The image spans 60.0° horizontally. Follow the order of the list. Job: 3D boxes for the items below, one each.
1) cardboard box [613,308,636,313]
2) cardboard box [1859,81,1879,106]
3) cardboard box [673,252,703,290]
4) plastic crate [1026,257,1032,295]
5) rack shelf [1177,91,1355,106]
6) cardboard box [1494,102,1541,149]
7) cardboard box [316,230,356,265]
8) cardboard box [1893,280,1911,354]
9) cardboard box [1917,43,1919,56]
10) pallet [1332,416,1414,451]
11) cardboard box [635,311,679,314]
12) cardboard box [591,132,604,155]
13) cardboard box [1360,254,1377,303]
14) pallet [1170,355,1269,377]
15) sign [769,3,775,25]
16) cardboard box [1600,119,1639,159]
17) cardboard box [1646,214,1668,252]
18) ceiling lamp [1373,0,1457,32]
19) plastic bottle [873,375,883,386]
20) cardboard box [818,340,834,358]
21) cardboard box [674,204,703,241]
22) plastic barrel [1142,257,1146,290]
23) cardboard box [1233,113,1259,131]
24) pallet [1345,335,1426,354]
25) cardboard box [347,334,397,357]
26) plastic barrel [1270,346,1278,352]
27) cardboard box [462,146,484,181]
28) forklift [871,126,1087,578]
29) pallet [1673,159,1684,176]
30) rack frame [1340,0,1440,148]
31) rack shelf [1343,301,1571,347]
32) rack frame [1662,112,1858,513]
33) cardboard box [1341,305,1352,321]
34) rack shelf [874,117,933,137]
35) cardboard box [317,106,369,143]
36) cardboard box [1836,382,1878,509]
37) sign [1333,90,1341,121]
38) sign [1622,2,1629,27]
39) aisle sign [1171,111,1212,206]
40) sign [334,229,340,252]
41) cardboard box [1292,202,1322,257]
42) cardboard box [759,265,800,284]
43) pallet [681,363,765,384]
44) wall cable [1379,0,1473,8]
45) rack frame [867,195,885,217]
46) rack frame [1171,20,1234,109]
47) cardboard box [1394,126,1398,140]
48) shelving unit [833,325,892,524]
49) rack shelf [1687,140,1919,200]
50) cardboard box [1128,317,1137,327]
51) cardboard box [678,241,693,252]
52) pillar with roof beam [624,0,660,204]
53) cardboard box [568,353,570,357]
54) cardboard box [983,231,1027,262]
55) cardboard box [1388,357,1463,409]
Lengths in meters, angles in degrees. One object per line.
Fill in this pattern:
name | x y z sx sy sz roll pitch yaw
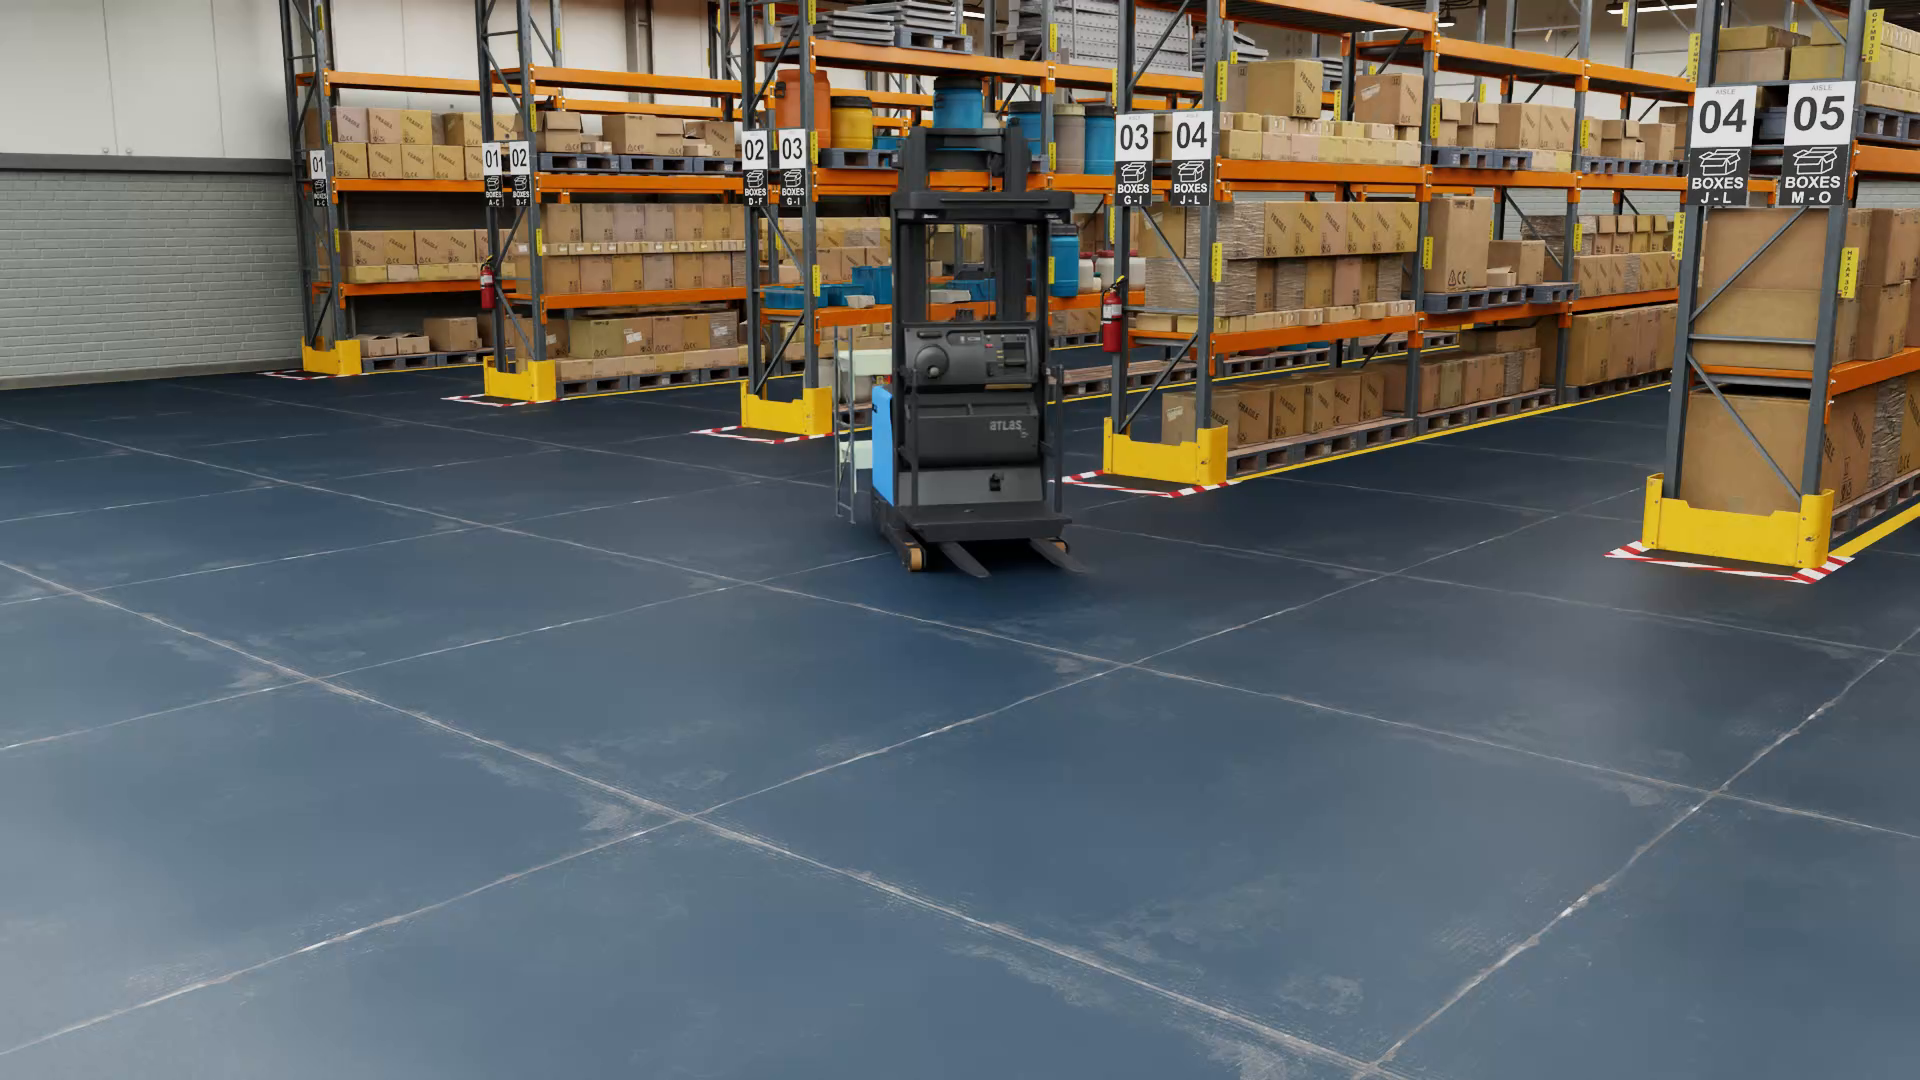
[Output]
cardboard box | -5.951 -3.724 28.457 0.700 0.500 0.500 9 15 39
cardboard box | 5.921 -2.987 11.164 0.380 0.149 0.250 10 15 41
cardboard box | -3.969 -3.733 22.985 0.700 0.500 0.500 10 15 41
plastic crate | 0.804 -3.403 21.425 0.402 0.464 0.583 10 15 40
rack shelf | 4.675 -6.536 24.818 1.077 0.370 4.000 10 15 40
cardboard box | 6.280 -4.723 19.011 0.500 0.500 0.500 10 15 41
cardboard box | -9.216 -4.354 24.767 0.500 0.500 0.500 10 15 40
cardboard box | 6.794 -1.743 12.894 0.875 0.550 0.500 10 15 40
cardboard box | 6.753 -3.564 12.016 0.380 0.149 0.250 10 15 40
pallet | 4.018 -1.149 17.426 1.003 0.211 1.213 10 15 40
cardboard box | -4.205 -2.952 23.365 0.500 0.500 0.500 10 15 40
cardboard box | -4.715 -5.300 22.228 0.500 0.311 0.500 -10 15 -41
cardboard box | 3.735 -2.688 16.994 0.875 0.500 0.500 10 15 40
pallet | 3.844 -2.603 24.704 1.003 0.211 1.213 10 15 40
sign | -2.603 -7.304 23.014 0.100 0.325 0.005 10 15 40
cardboard box | 8.408 -5.239 21.790 0.797 0.503 0.637 10 15 40
cardboard box | 9.300 -4.243 22.979 0.797 0.503 0.637 9 15 39
ceiling lamp | 8.566 -11.542 32.121 2.000 3.185 0.800 10 15 40
plastic bottle | -0.979 -1.902 19.887 0.061 0.283 0.133 10 15 42
cardboard box | -2.213 -2.861 24.826 0.500 0.250 0.500 10 15 42
cardboard box | -3.956 -4.372 22.876 0.700 0.500 0.500 10 15 40
plastic barrel | 2.558 -3.663 22.606 0.421 0.512 0.421 0 11 0
cardboard box | 2.394 -3.661 14.587 0.380 0.149 0.250 10 15 42
pallet | 7.257 -3.363 28.512 1.003 0.211 1.213 10 15 40
cardboard box | -8.843 -2.940 25.015 0.500 0.311 0.500 8 14 34
plastic barrel | 4.716 -3.170 25.703 0.421 0.512 0.421 0 11 0
cardboard box | -7.556 -5.806 25.655 0.500 0.500 0.500 9 14 38
forklift | 0.126 -1.301 11.242 1.130 2.935 3.031 -2 12 -12
pallet | 10.264 -5.343 23.874 1.003 0.211 1.213 10 15 40
rack frame | 4.435 -5.562 17.083 1.000 3.000 0.127 10 15 40
rack shelf | 5.755 -2.561 19.214 1.077 0.370 4.000 10 15 40
rack frame | 5.454 -1.375 11.439 1.000 3.000 0.127 10 15 40
cardboard box | 3.652 -2.250 16.458 0.380 0.149 0.250 10 15 40
rack shelf | -0.126 -8.405 34.178 1.077 0.370 4.000 10 15 40
cardboard box | -8.931 -5.998 24.066 0.500 0.500 0.500 8 14 36
cardboard box | 6.431 -0.777 12.797 0.875 0.875 0.875 9 15 39
sign | 4.016 -4.609 17.644 0.100 0.325 0.005 10 15 40
sign | 9.315 -7.350 23.246 0.100 0.325 0.005 10 15 40
aisle sign | 1.979 -3.258 14.229 0.394 0.787 0.004 10 15 40
sign | -8.960 -4.307 23.907 0.100 0.325 0.005 10 15 40
cardboard box | 3.027 -2.909 15.549 0.500 0.500 0.500 10 15 40
cardboard box | -2.712 -3.906 24.491 0.500 0.250 0.500 11 16 44
pallet | -3.560 -2.422 23.800 1.003 0.211 1.213 10 15 40
wall cable | 9.553 -12.469 35.086 3.097 2.526 0.112 10 15 40
rack frame | -1.446 -5.718 33.182 1.000 3.000 0.127 10 15 40
rack frame | 3.355 -6.791 23.235 1.000 3.000 0.127 10 15 40
cardboard box | 4.192 -4.100 16.788 0.380 0.149 0.250 10 15 41
shelving unit | -0.558 -0.924 13.007 0.755 1.500 0.431 -5 12 -22
rack shelf | 6.774 -2.788 12.689 1.077 0.370 4.000 10 15 40
cardboard box | 3.280 -4.067 31.026 0.380 0.166 0.250 10 15 40
cardboard box | -3.862 -4.014 22.739 0.380 0.149 0.250 10 15 42
pillar with roof beam | -2.361 -7.436 26.464 9.100 9.000 0.400 10 15 40
cardboard box | -5.191 -2.363 22.330 0.500 0.250 0.500 10 15 40
cardboard box | 0.715 -4.962 28.068 0.500 0.500 0.700 -9 14 -37
cardboard box | 5.185 -1.765 18.650 0.700 0.500 0.500 10 15 40
